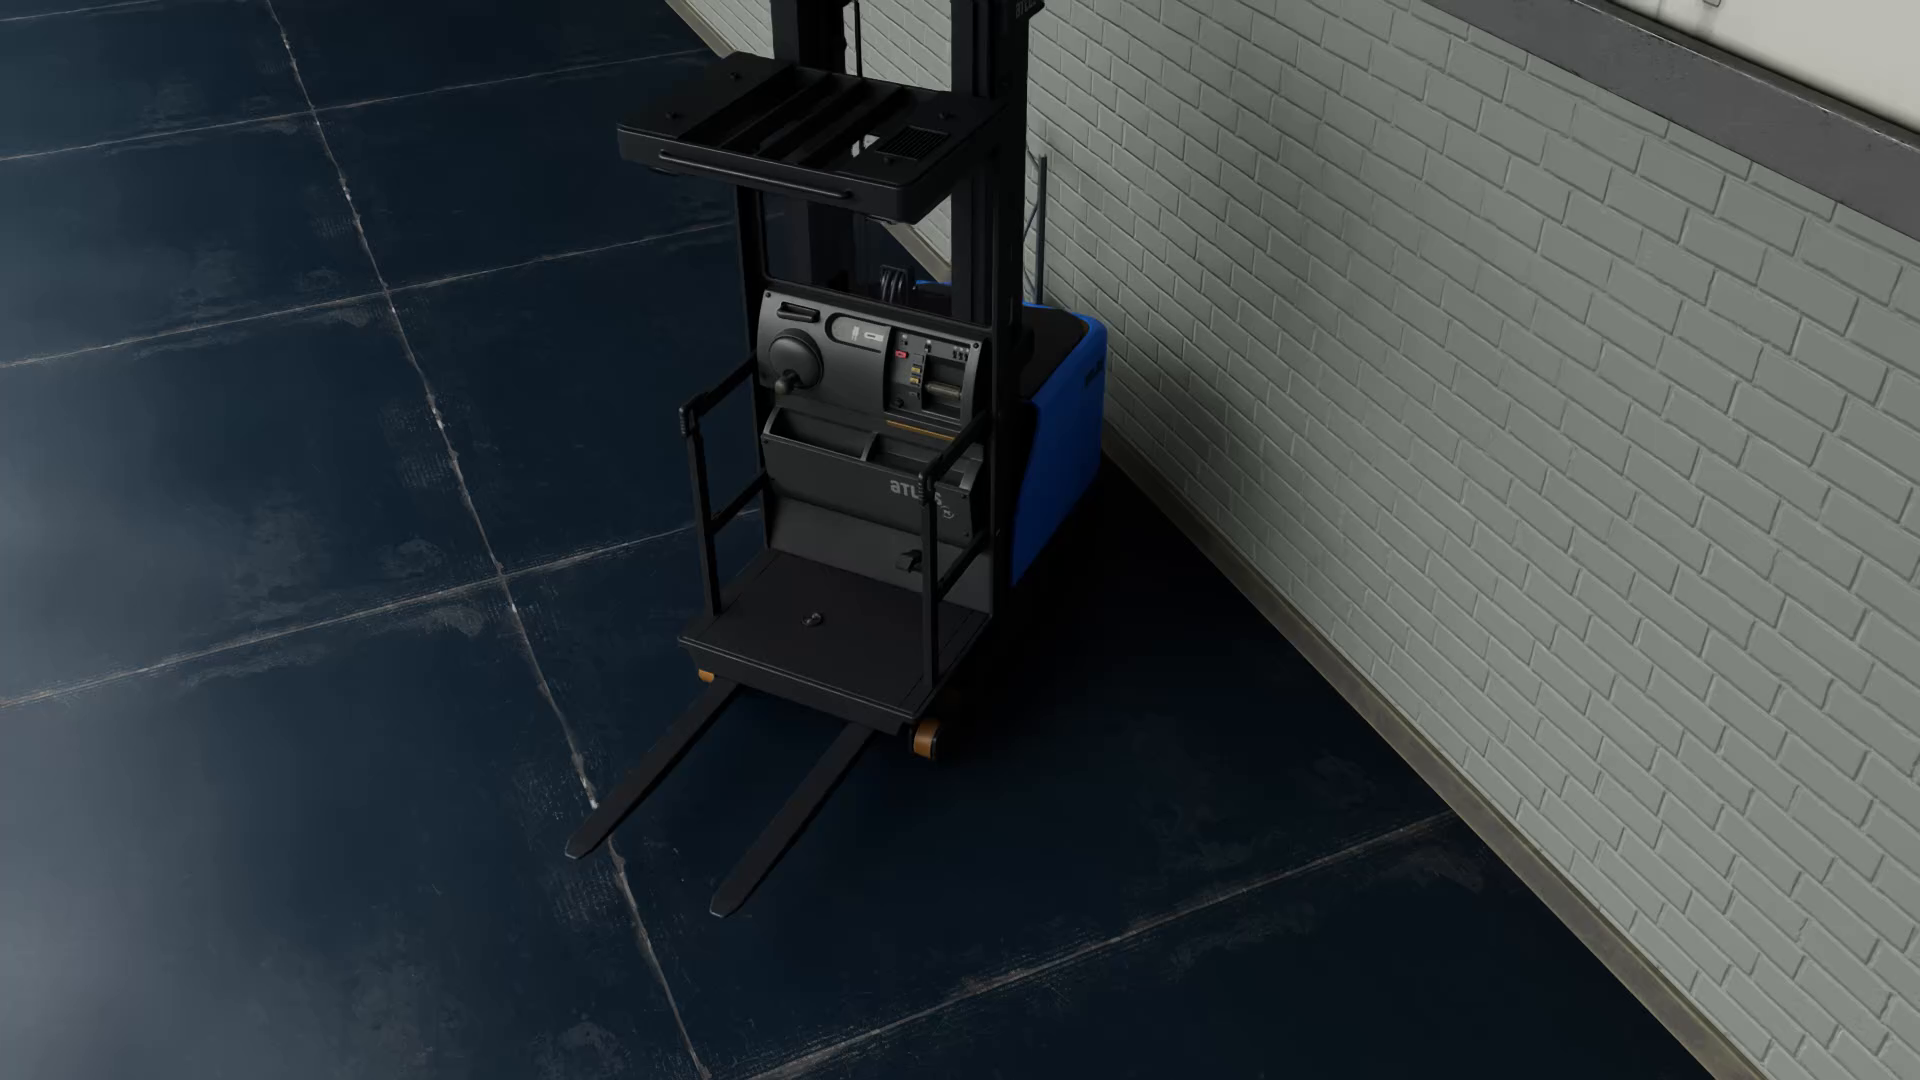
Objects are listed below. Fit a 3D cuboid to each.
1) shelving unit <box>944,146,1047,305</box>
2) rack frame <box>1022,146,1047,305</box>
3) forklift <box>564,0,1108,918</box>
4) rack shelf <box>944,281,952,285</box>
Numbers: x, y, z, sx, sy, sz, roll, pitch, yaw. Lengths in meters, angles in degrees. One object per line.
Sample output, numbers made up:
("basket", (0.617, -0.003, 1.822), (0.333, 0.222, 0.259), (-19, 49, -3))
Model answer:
("shelving unit", (-0.164, -1.227, 8.145), (1.048, 1.500, 0.538), (-7, 37, -9))
("rack frame", (0.334, -1.288, 8.227), (0.032, 1.500, 0.500), (-7, 37, -9))
("forklift", (-0.440, -0.612, 6.115), (1.130, 2.935, 3.031), (16, 40, 21))
("rack shelf", (-0.164, -1.082, 8.252), (1.000, 0.185, 0.538), (-7, 37, -9))
